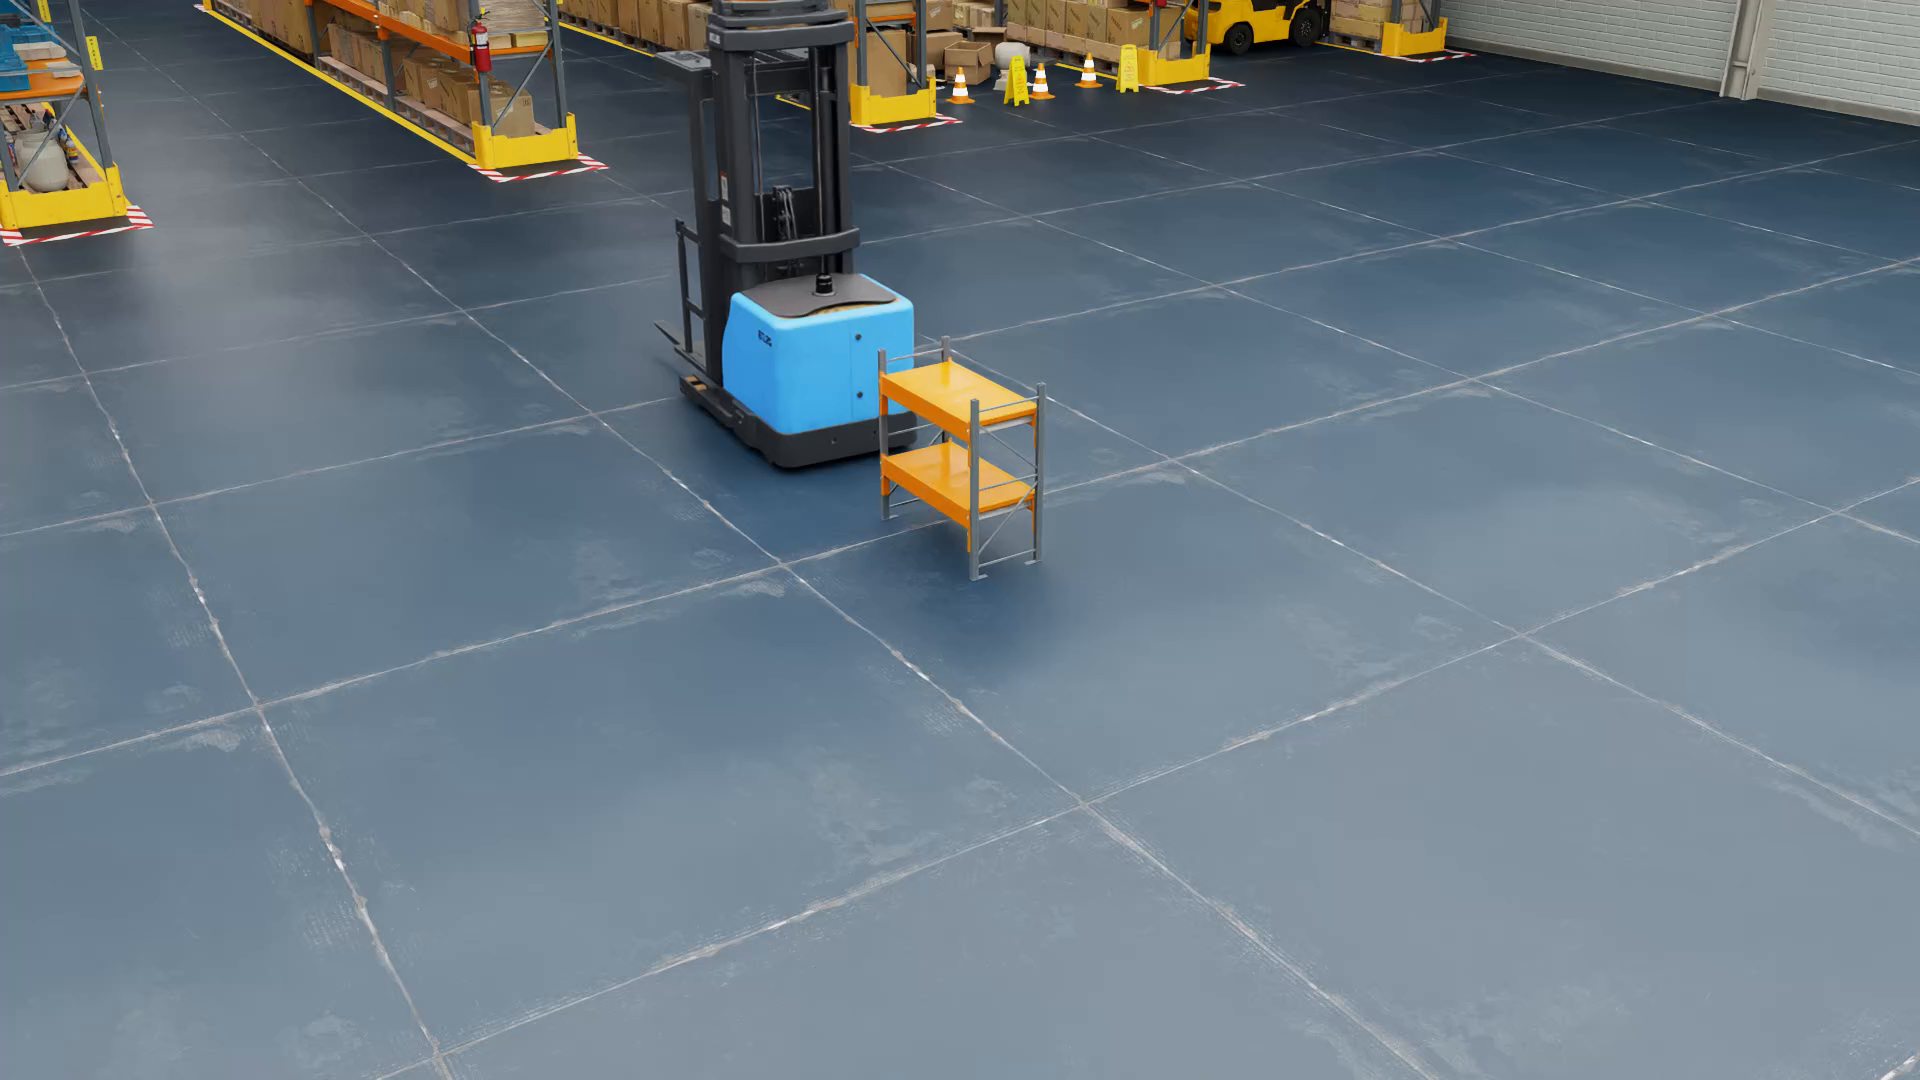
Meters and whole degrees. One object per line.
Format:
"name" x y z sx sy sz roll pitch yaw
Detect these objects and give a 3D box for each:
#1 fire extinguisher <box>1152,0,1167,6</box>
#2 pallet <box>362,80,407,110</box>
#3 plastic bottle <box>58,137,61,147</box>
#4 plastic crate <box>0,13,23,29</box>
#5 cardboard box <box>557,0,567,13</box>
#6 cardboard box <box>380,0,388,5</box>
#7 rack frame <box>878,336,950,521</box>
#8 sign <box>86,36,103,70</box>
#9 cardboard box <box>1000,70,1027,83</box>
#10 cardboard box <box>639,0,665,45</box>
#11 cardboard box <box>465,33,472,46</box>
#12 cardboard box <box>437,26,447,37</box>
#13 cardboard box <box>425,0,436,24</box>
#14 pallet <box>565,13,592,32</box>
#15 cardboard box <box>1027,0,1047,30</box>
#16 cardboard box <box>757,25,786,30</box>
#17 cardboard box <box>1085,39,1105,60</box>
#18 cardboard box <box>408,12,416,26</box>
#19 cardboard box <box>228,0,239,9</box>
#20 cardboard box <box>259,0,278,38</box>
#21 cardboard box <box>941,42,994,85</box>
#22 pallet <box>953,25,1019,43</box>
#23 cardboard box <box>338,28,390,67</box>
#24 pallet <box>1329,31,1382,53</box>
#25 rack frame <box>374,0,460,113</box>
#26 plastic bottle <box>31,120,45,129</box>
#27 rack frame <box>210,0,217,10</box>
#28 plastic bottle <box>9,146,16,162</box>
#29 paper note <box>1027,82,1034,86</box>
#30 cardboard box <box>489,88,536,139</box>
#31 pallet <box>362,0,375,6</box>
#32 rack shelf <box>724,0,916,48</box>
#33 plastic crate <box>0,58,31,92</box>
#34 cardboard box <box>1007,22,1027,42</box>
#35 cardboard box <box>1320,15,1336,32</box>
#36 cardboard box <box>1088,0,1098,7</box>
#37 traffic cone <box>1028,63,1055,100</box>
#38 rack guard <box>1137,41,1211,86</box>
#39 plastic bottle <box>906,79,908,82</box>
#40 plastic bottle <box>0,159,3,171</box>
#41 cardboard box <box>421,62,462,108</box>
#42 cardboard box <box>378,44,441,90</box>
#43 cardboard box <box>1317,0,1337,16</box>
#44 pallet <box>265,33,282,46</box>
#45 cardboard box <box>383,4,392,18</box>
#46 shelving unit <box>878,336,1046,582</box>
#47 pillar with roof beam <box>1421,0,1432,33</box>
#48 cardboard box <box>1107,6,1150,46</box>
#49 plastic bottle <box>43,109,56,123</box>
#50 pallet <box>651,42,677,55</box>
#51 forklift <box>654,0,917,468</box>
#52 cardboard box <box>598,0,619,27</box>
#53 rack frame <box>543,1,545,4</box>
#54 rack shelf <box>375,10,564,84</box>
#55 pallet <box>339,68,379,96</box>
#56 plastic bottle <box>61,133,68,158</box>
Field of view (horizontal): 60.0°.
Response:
"fire extinguisher" 2.876 -7.969 23.708 0.296 0.674 0.183 -16 29 -30
"pallet" -7.713 -6.291 23.328 1.003 0.211 1.213 -16 29 -30
"plastic bottle" -10.390 -4.611 19.265 0.097 0.201 0.097 0 25 0
"plastic crate" -11.257 -5.874 19.253 0.767 0.338 0.504 -16 29 -30
"cardboard box" -6.972 -9.799 29.930 0.500 0.500 0.500 -14 29 -27
"cardboard box" -7.093 -7.278 21.688 0.875 0.500 0.500 -16 29 -30
"rack frame" -0.281 -0.693 10.400 0.500 1.125 0.032 -16 29 -30
"sign" -8.790 -4.940 16.877 0.100 0.325 0.005 -16 29 -30
"cardboard box" 0.792 -6.861 24.609 0.380 0.149 0.250 -1 25 -3
"cardboard box" -4.522 -8.446 26.771 1.050 0.750 0.750 -15 29 -29
"cardboard box" -5.568 -5.873 19.471 0.380 0.149 0.250 -16 29 -30
"cardboard box" -6.128 -6.226 20.220 0.380 0.149 0.250 -16 29 -30
"cardboard box" -5.991 -6.565 20.178 0.875 0.500 0.500 -16 29 -30
"pallet" -6.347 -9.279 29.658 1.003 0.211 1.213 -16 29 -30
"cardboard box" 1.414 -8.406 26.393 0.500 0.500 0.500 -14 29 -28
"cardboard box" -2.296 -7.060 23.688 0.875 0.875 0.875 -15 29 -29
"cardboard box" 2.257 -7.512 25.379 0.500 0.250 0.500 -15 29 -29
"cardboard box" -6.718 -6.572 20.951 0.380 0.149 0.250 -16 29 -30
"cardboard box" -12.924 -10.259 30.465 0.875 0.875 0.875 -16 29 -30
"cardboard box" -10.799 -8.820 27.417 1.225 0.875 0.875 -17 30 -31
"cardboard box" 0.120 -7.062 24.619 0.637 0.503 0.797 7 26 15
"pallet" 0.590 -8.600 28.220 1.003 0.211 1.213 -16 29 -30
"cardboard box" -8.774 -7.342 24.702 0.700 0.500 0.500 -18 31 -34
"pallet" 6.904 -8.313 27.612 1.003 0.211 1.213 -16 29 -30
"rack frame" -7.287 -7.274 22.144 1.000 3.000 0.127 -16 29 -30
"plastic bottle" -10.849 -4.811 19.603 0.152 0.276 0.135 -16 29 -30
"rack frame" -13.838 -11.566 31.236 1.000 3.000 0.127 -16 29 -30
"plastic bottle" -10.719 -4.359 18.732 0.097 0.201 0.097 0 25 0
"paper note" 1.016 -6.684 24.373 0.142 0.019 0.148 18 31 33
"cardboard box" -5.430 -5.130 20.039 0.500 0.500 0.500 -10 27 -20
"pallet" -7.582 -7.494 22.836 1.003 0.211 1.213 -16 29 -30
"rack shelf" -1.984 -7.353 23.154 1.077 0.370 4.000 -16 29 -30
"plastic crate" -9.777 -4.731 16.931 0.499 0.251 0.616 -16 29 -30
"cardboard box" 1.112 -8.256 26.953 0.500 0.250 0.500 -17 30 -32
"cardboard box" 6.306 -8.712 27.921 0.500 0.250 0.500 -15 29 -29
"cardboard box" 2.153 -8.163 25.119 0.380 0.149 0.250 -15 29 -29
"traffic cone" 1.140 -6.478 23.430 0.336 0.463 0.334 -16 29 -30
"rack guard" 3.158 -7.049 24.596 1.175 0.500 0.348 -16 29 -30
"plastic bottle" -0.901 -6.752 24.481 0.133 0.061 0.283 18 31 33
"plastic bottle" -10.623 -4.177 18.347 0.097 0.201 0.097 0 25 0
"cardboard box" -6.783 -5.978 21.835 0.500 0.500 0.500 -6 26 -13
"cardboard box" -7.604 -6.567 23.059 0.700 0.500 0.500 -18 31 -33
"cardboard box" 6.265 -8.946 27.830 0.500 0.250 0.500 -16 30 -31
"pallet" -11.170 -8.616 28.253 1.003 0.211 1.213 -16 29 -30
"cardboard box" -7.296 -6.920 21.690 0.380 0.149 0.250 -16 29 -30
"shelving unit" -0.004 -0.511 10.015 0.538 1.125 1.048 -16 29 -30
"pillar with roof beam" 4.125 -11.479 24.025 9.100 9.000 0.400 -16 29 -30
"cardboard box" 2.544 -7.664 24.821 0.500 0.500 0.500 -15 29 -29
"plastic bottle" -10.844 -4.957 19.825 0.144 0.351 0.185 -16 30 -31
"pallet" -4.230 -7.827 26.584 1.003 0.211 1.213 -16 29 -30
"forklift" -1.451 -2.400 11.901 1.130 2.935 3.031 -13 28 -26
"cardboard box" -5.838 -9.058 28.360 0.500 0.500 0.500 -16 29 -30
"rack frame" -7.443 -11.255 30.577 1.000 3.000 0.127 -16 29 -30
"rack shelf" -6.195 -6.233 20.782 1.077 0.370 4.000 -16 29 -30
"pallet" -8.383 -6.727 24.254 1.003 0.211 1.213 -16 29 -30
"plastic bottle" -10.169 -4.497 18.944 0.097 0.271 0.097 0 25 0
